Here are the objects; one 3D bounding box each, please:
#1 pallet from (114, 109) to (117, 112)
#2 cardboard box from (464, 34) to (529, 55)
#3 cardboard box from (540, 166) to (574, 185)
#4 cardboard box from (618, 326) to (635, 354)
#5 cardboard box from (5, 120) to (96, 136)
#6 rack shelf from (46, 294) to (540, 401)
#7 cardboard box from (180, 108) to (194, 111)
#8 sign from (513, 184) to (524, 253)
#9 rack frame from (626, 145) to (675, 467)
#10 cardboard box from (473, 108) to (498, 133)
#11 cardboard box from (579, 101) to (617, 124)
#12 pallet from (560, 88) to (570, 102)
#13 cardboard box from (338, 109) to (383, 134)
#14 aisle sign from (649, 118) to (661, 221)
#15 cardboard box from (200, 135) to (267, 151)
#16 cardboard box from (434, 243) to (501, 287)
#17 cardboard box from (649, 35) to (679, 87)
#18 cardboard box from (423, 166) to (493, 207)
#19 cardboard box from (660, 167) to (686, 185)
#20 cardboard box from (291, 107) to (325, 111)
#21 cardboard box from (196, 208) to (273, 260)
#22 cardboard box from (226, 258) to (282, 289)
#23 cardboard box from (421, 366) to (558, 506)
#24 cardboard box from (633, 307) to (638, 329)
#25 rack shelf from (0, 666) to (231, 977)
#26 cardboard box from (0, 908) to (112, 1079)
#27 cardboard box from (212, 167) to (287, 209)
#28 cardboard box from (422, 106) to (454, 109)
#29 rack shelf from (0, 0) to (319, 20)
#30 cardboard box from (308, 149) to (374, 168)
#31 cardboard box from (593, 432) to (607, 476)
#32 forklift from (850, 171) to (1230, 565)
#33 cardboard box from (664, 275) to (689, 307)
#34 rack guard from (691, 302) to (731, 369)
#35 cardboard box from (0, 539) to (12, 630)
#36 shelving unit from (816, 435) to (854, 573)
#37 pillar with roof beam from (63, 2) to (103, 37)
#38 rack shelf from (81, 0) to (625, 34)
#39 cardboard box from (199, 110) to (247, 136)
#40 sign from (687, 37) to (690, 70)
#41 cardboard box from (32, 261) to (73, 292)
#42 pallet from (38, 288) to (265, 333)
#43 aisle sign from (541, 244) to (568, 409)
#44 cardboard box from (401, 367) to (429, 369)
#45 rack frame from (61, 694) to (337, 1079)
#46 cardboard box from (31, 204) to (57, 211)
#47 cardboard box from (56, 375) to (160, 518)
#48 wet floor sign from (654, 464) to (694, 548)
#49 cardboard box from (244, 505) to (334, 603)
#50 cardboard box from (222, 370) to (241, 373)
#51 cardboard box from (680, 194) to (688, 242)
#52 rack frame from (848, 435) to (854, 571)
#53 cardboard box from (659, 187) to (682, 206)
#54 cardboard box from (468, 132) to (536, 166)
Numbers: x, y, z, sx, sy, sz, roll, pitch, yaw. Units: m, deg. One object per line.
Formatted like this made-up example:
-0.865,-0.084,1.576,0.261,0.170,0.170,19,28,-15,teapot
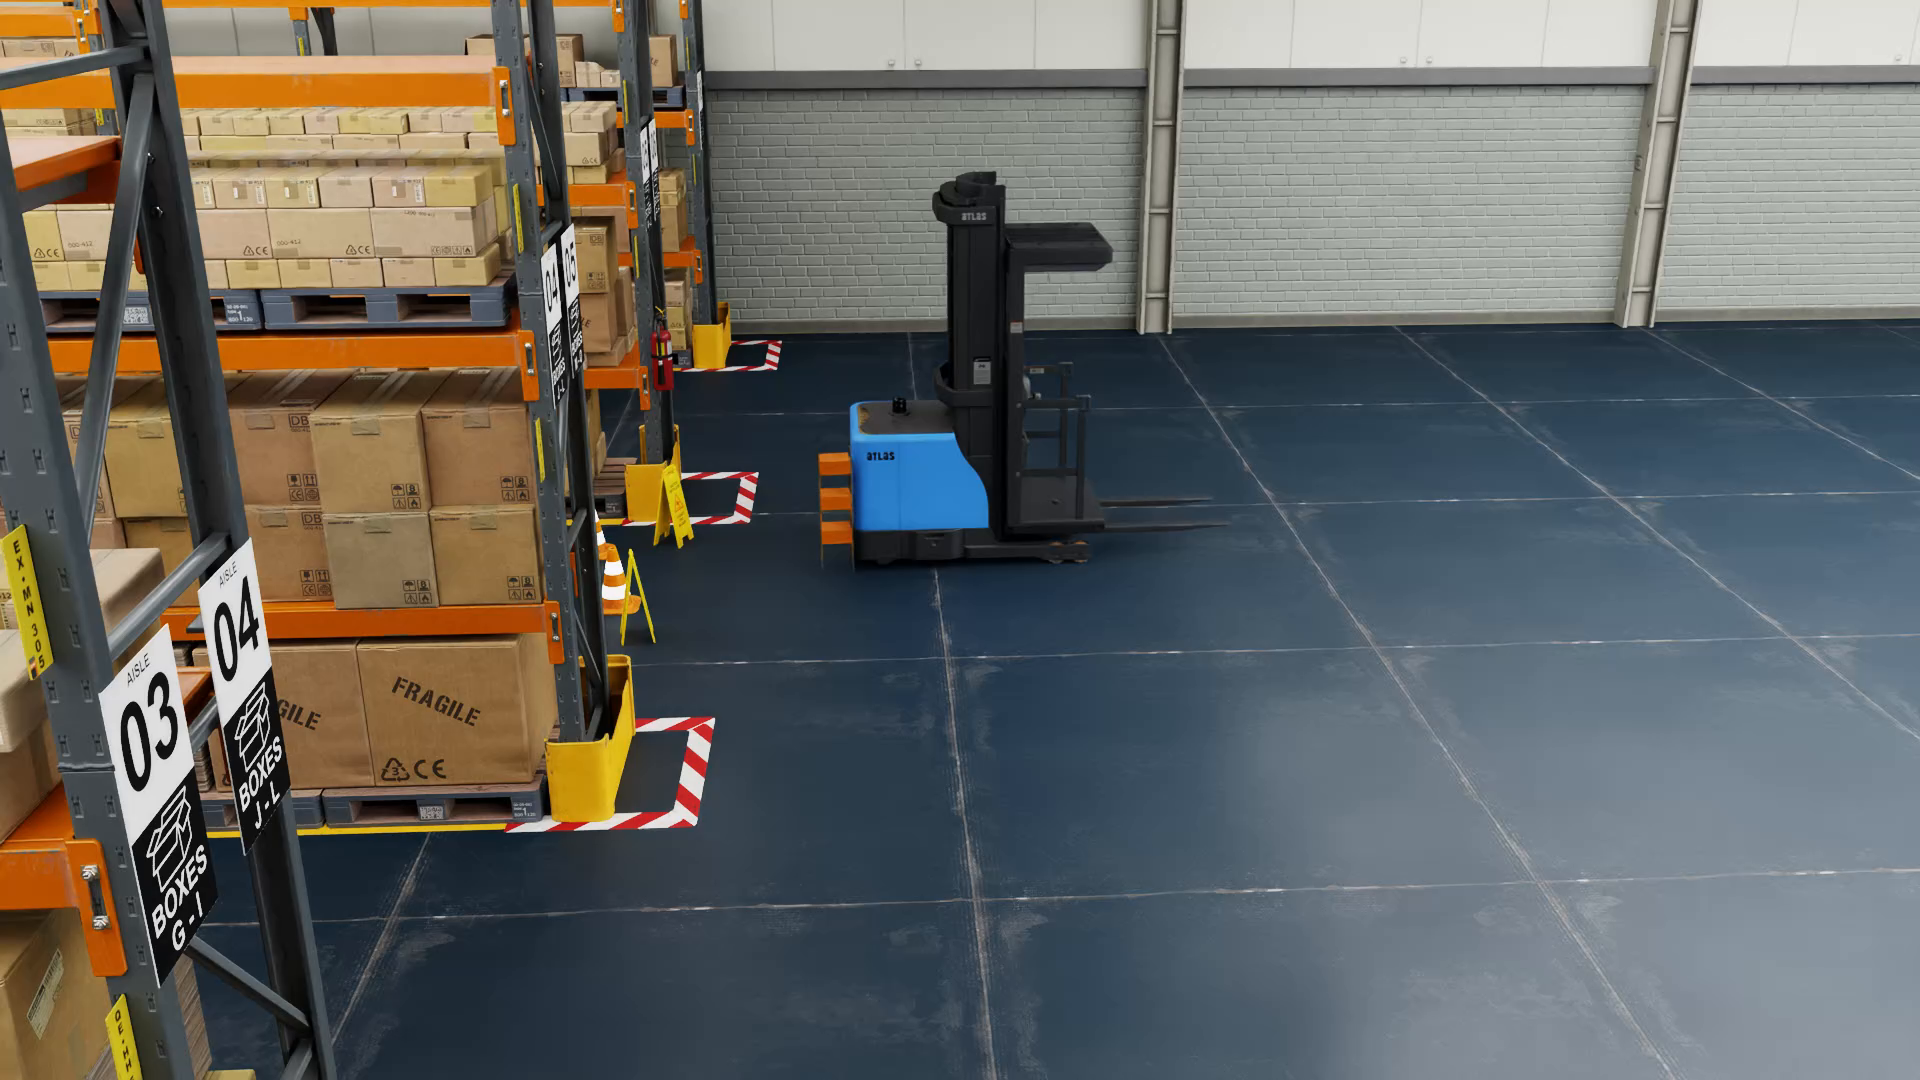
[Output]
-9.075,-4.750,17.931,1.213,0.211,1.003,0,21,-1,pallet
-4.919,-5.144,17.823,0.637,0.503,0.797,0,21,-1,cardboard box
-3.176,-2.928,13.232,0.250,0.149,0.380,-1,21,-3,cardboard box
-2.941,-1.716,14.265,0.250,0.149,0.380,-1,21,-3,cardboard box
-7.158,-3.150,13.083,0.500,0.250,0.500,-2,21,-4,cardboard box
-4.203,-1.035,8.919,4.000,0.370,1.077,-1,21,-3,rack shelf
-6.279,-3.426,13.421,0.250,0.149,0.380,-1,21,-2,cardboard box
-2.189,-1.596,8.247,0.005,0.325,0.100,-1,21,-3,sign
-2.590,-1.766,14.045,0.127,3.000,1.000,-1,21,-3,rack frame
-3.680,-3.322,13.146,0.250,0.149,0.380,-1,21,-3,cardboard box
-2.956,-3.489,13.585,0.250,0.149,0.380,-1,21,-3,cardboard box
-4.805,-4.859,18.076,1.213,0.211,1.003,-1,21,-3,pallet
-4.703,-3.294,13.073,0.250,0.149,0.380,-1,21,-2,cardboard box
-2.546,-3.093,13.875,0.004,0.787,0.394,-1,21,-3,aisle sign
-5.614,-3.081,13.076,0.500,0.250,0.500,-1,21,-3,cardboard box
-2.519,-1.410,8.516,0.250,0.149,0.380,-1,21,-3,cardboard box
-3.305,-5.126,17.781,0.500,0.500,0.500,0,21,-1,cardboard box
-2.523,-1.783,8.374,0.250,0.149,0.380,-1,21,-3,cardboard box
-3.224,-4.088,18.671,0.250,0.149,0.380,-2,21,-4,cardboard box
-5.240,-3.453,13.491,0.250,0.149,0.380,-2,21,-4,cardboard box
-3.680,-1.595,8.440,0.500,0.250,0.500,-1,21,-3,cardboard box
-3.535,-1.390,8.462,0.250,0.149,0.380,-1,21,-4,cardboard box
-2.579,-0.591,9.229,0.550,0.550,0.875,-1,21,-3,cardboard box
-3.846,-2.547,18.667,0.500,0.250,0.500,-1,21,-4,cardboard box
-4.021,0.729,4.286,4.000,0.370,1.077,-1,21,-3,rack shelf
-2.559,1.200,4.290,0.500,0.500,0.500,-1,21,-3,cardboard box
-3.536,-1.763,8.321,0.250,0.149,0.380,-1,21,-3,cardboard box
-4.222,-3.501,13.617,0.250,0.149,0.380,-1,21,-2,cardboard box
-8.867,-5.688,17.488,4.000,0.370,1.077,-1,21,-3,rack shelf
-3.316,-2.001,8.948,0.250,0.149,0.380,-1,21,-2,cardboard box
-3.411,-0.759,14.674,0.500,0.250,0.500,-1,21,-3,cardboard box
0.635,-1.370,13.099,3.031,2.935,1.130,-2,21,-4,forklift
-3.319,-2.788,18.597,0.500,0.250,0.500,0,21,-1,cardboard box
-2.853,-2.362,19.122,0.348,0.500,1.175,-1,21,-3,rack guard
-2.576,0.130,4.498,0.250,0.149,0.380,-1,21,-2,cardboard box
-0.965,-0.276,12.870,0.252,1.050,0.215,-3,21,-7,shelving unit
-9.368,-4.988,14.075,0.400,9.000,9.100,-1,21,-3,pillar with roof beam
-4.586,-4.192,12.999,4.000,0.370,1.077,-1,21,-3,rack shelf
-5.728,-3.250,12.959,0.250,0.149,0.380,-2,21,-5,cardboard box
-2.860,-5.115,17.492,0.005,0.325,0.100,-1,21,-3,sign
-4.545,-1.369,8.409,0.250,0.149,0.380,-1,21,-3,cardboard box
-4.167,-1.326,8.796,1.213,0.211,1.003,-1,21,-3,pallet
-2.118,-1.120,8.693,0.004,0.787,0.394,-1,21,-3,aisle sign
-4.478,-1.541,13.807,0.250,0.149,0.380,-1,21,-3,cardboard box
-2.024,1.754,4.798,0.127,3.000,1.000,-1,21,-3,rack frame
-4.546,-1.742,8.266,0.250,0.149,0.380,-1,21,-3,cardboard box
-4.740,-0.513,9.025,0.550,0.550,0.875,-1,21,-3,cardboard box
-2.339,-0.290,13.475,0.232,0.644,0.267,6,22,16,wet floor sign
-3.688,-0.071,9.380,0.550,0.550,0.875,-1,21,-3,cardboard box
-6.001,-1.484,13.656,0.250,0.149,0.380,-1,21,-1,cardboard box
-3.387,-3.665,18.891,0.500,0.500,0.500,0,21,-1,cardboard box
-0.844,-0.282,12.886,0.008,1.050,0.200,-3,21,-7,rack frame
-3.207,-3.773,18.263,0.250,0.149,0.380,-1,21,-2,cardboard box
-3.588,-3.126,13.193,0.500,0.250,0.500,-1,21,-4,cardboard box
